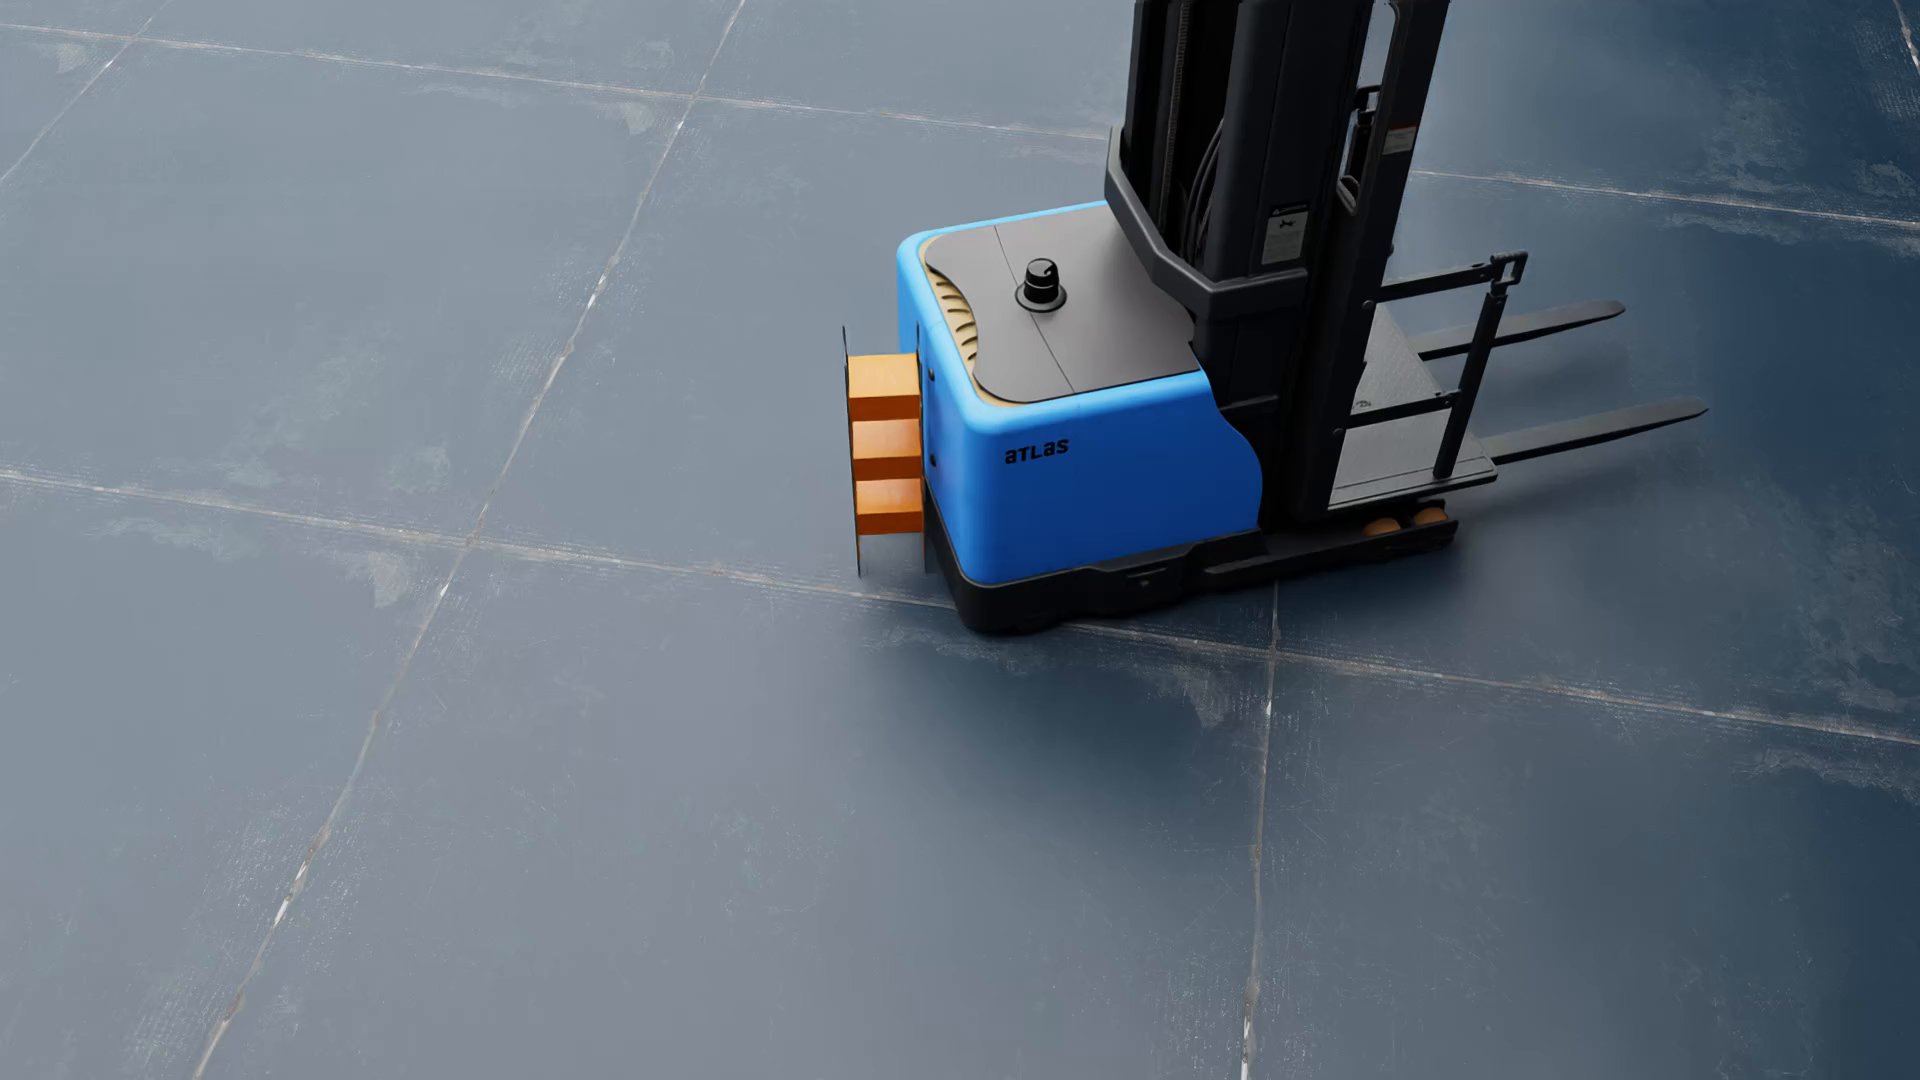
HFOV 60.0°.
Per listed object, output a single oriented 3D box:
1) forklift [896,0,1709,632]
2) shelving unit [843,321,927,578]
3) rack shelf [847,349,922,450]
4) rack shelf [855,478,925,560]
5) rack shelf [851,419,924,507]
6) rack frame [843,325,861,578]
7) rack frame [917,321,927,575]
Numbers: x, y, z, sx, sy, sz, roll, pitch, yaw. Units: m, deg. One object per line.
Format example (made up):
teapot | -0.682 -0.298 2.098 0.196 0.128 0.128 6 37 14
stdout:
forklift | 1.341 -1.271 5.422 3.031 2.935 1.130 -12 49 -10
shelving unit | -0.254 -0.290 5.805 0.252 1.050 0.215 -3 48 -3
rack shelf | -0.254 -0.473 5.602 0.240 0.259 0.215 -3 48 -3
rack shelf | -0.254 -0.097 6.019 0.240 0.259 0.215 -3 48 -3
rack shelf | -0.254 -0.283 5.813 0.240 0.259 0.215 -3 48 -3
rack frame | -0.376 -0.284 5.799 0.008 1.050 0.200 -3 48 -3
rack frame | -0.133 -0.296 5.810 0.008 1.050 0.200 -3 48 -3
